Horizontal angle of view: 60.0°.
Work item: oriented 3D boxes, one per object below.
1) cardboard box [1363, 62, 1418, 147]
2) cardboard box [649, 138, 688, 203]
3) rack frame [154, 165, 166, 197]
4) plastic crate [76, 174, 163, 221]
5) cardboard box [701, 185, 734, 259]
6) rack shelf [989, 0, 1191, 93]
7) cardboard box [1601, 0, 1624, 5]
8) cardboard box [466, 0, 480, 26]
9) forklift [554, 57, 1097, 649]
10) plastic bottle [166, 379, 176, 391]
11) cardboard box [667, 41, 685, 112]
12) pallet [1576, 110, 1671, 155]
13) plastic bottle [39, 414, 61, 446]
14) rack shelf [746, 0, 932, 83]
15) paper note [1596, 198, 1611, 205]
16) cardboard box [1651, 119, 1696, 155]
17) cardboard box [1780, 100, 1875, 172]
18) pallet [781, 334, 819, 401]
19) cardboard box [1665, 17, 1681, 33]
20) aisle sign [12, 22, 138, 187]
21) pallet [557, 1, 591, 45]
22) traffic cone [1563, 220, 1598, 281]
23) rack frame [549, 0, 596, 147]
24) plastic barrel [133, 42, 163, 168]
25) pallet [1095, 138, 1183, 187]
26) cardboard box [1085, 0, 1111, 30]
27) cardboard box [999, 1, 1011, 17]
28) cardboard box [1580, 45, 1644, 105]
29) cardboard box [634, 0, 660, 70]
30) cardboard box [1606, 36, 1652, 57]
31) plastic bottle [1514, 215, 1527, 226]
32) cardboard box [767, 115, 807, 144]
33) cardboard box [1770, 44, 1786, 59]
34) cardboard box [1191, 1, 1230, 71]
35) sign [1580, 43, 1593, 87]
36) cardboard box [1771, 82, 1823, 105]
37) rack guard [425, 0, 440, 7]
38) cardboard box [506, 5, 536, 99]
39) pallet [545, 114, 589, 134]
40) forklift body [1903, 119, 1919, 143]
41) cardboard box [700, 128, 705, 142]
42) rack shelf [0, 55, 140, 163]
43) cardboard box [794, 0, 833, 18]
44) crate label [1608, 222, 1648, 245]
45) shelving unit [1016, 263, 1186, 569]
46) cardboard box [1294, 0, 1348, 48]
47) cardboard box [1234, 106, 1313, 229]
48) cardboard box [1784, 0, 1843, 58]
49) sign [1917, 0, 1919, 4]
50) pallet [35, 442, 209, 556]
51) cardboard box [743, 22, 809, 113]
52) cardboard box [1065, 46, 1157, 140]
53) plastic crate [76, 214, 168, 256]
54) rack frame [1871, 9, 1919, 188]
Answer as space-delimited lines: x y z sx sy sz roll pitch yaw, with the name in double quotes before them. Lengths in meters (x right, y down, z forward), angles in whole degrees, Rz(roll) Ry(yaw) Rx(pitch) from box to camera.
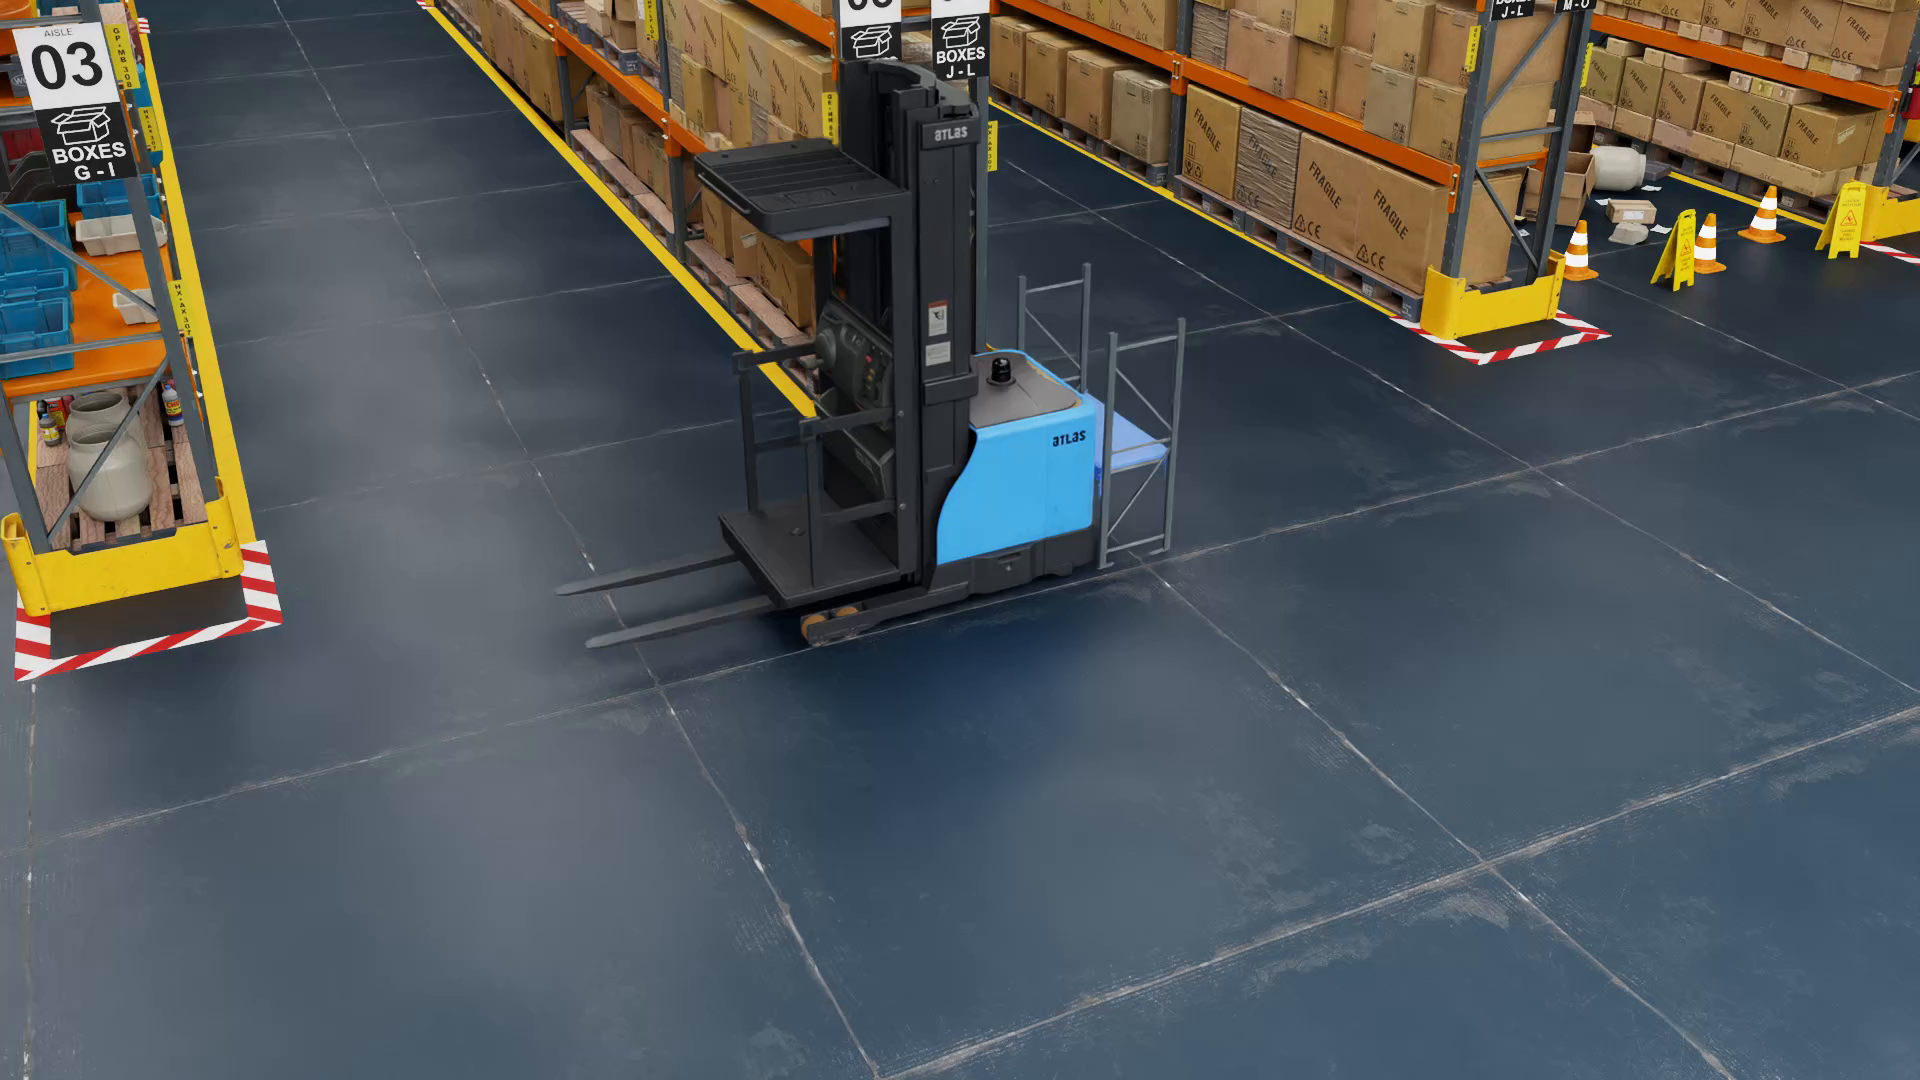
"cardboard box" 3.773 -3.532 13.301 0.875 0.550 0.550 -13 32 -22
"cardboard box" -2.443 -3.436 15.389 0.700 0.500 0.500 -13 32 -22
"rack frame" -8.201 -4.571 15.307 1.000 3.000 0.127 -13 32 -22
"plastic crate" -5.764 -2.307 11.423 0.499 0.251 0.616 -13 32 -22
"cardboard box" -1.875 -2.752 14.190 0.500 0.500 0.500 -14 32 -23
"rack shelf" 1.654 -5.410 17.540 1.077 0.370 4.000 -13 32 -22
"cardboard box" 6.877 -5.845 17.174 0.500 0.500 0.500 -13 32 -22
"cardboard box" -6.043 -7.340 21.989 0.875 0.875 0.875 -13 32 -22
"forklift" -0.761 -0.991 8.993 3.031 2.935 1.130 -14 32 -23
"plastic bottle" -5.345 -1.014 11.292 0.061 0.283 0.133 -13 32 -21
"cardboard box" -1.874 -3.805 13.536 0.875 0.500 0.500 -13 32 -22
"pallet" 7.260 -4.419 17.888 1.003 0.211 1.213 -13 32 -22
"plastic bottle" -5.951 -0.728 10.865 0.097 0.201 0.097 0 29 0
"rack shelf" -1.152 -3.955 11.878 1.077 0.370 4.000 -13 32 -22
"paper note" 6.224 -3.264 16.024 0.148 0.019 0.142 -3 29 -5
"cardboard box" 7.418 -4.124 16.892 0.500 0.250 0.500 -14 32 -23
"cardboard box" 8.077 -3.768 15.491 0.500 0.500 0.500 -13 32 -22
"pallet" -0.643 -1.261 12.255 1.003 0.211 1.213 -13 32 -22
"cardboard box" 7.299 -5.169 16.631 0.380 0.149 0.250 -13 32 -22
"aisle sign" -4.472 -2.201 8.422 0.394 0.787 0.004 -13 32 -22
"pallet" -3.326 -5.235 16.687 1.213 0.211 1.003 -13 32 -22
"traffic cone" 5.284 -2.500 14.208 0.336 0.463 0.334 -13 32 -22
"rack frame" -3.728 -5.611 17.162 1.000 3.000 0.127 -13 32 -22
"plastic barrel" -6.376 -3.257 12.452 0.600 0.901 0.708 -13 32 -22
"pallet" 2.113 -3.949 17.050 1.003 0.211 1.213 -13 32 -22
"cardboard box" 1.613 -5.505 16.871 0.500 0.500 0.500 -13 32 -21
"cardboard box" 0.265 -6.275 19.706 0.500 0.250 0.500 -14 32 -23
"cardboard box" 6.949 -4.918 17.542 0.500 0.500 0.500 -12 31 -20
"cardboard box" -2.226 -4.669 14.440 1.000 1.000 1.000 -13 32 -22
"cardboard box" 6.948 -5.133 17.263 0.380 0.149 0.250 -13 32 -21
"plastic bottle" 5.123 -2.993 15.498 0.283 0.061 0.133 26 38 38
"cardboard box" -0.828 -2.695 11.555 0.875 0.500 0.500 -13 32 -22
"cardboard box" 7.882 -4.625 15.661 0.380 0.149 0.250 -13 32 -21
"cardboard box" 2.681 -4.746 15.466 0.875 0.550 0.550 -13 32 -22
"sign" 4.733 -3.600 12.610 0.100 0.325 0.005 -13 32 -22
"cardboard box" 7.859 -4.199 15.596 0.380 0.149 0.250 -12 31 -21
"rack guard" -7.173 -8.065 24.094 1.175 0.500 0.348 -13 32 -22
"cardboard box" -4.381 -5.572 18.835 1.225 0.875 0.875 -13 32 -22
"pallet" -3.998 -4.759 18.493 1.003 0.211 1.213 -13 32 -22
"forklift body" 10.676 -5.286 17.451 2.313 2.155 1.214 -13 32 -22
"cardboard box" -1.846 -3.250 13.209 0.380 0.149 0.250 -13 32 -22
"rack shelf" -5.626 -2.915 10.023 1.077 0.370 4.000 -13 32 -22
"cardboard box" -0.730 -3.480 10.448 0.500 0.250 0.500 -12 32 -21
"crate label" 6.057 -2.779 15.039 0.298 0.136 0.250 19 34 30
"shelving unit" 0.810 -0.762 10.048 0.538 1.500 1.048 -14 32 -24
"cardboard box" 3.323 -4.489 13.903 0.875 0.550 0.500 -13 32 -22
"cardboard box" 3.109 -3.407 14.975 0.875 0.875 0.875 -13 32 -22
"cardboard box" 7.964 -4.735 15.194 0.500 0.500 0.500 -13 32 -22
"sign" 8.147 -4.693 14.018 0.100 0.325 0.005 -13 32 -22
"pallet" -5.186 -0.204 10.372 1.003 0.211 1.213 -13 32 -22
"cardboard box" -1.185 -3.319 11.645 0.500 0.500 0.500 -13 32 -22
"cardboard box" 1.754 -4.725 17.453 1.050 0.750 0.750 -13 32 -22
"plastic crate" -5.558 -2.025 11.037 0.530 0.136 0.437 -13 32 -22
"rack frame" 8.657 -4.158 14.571 1.000 3.000 0.127 -13 32 -22
